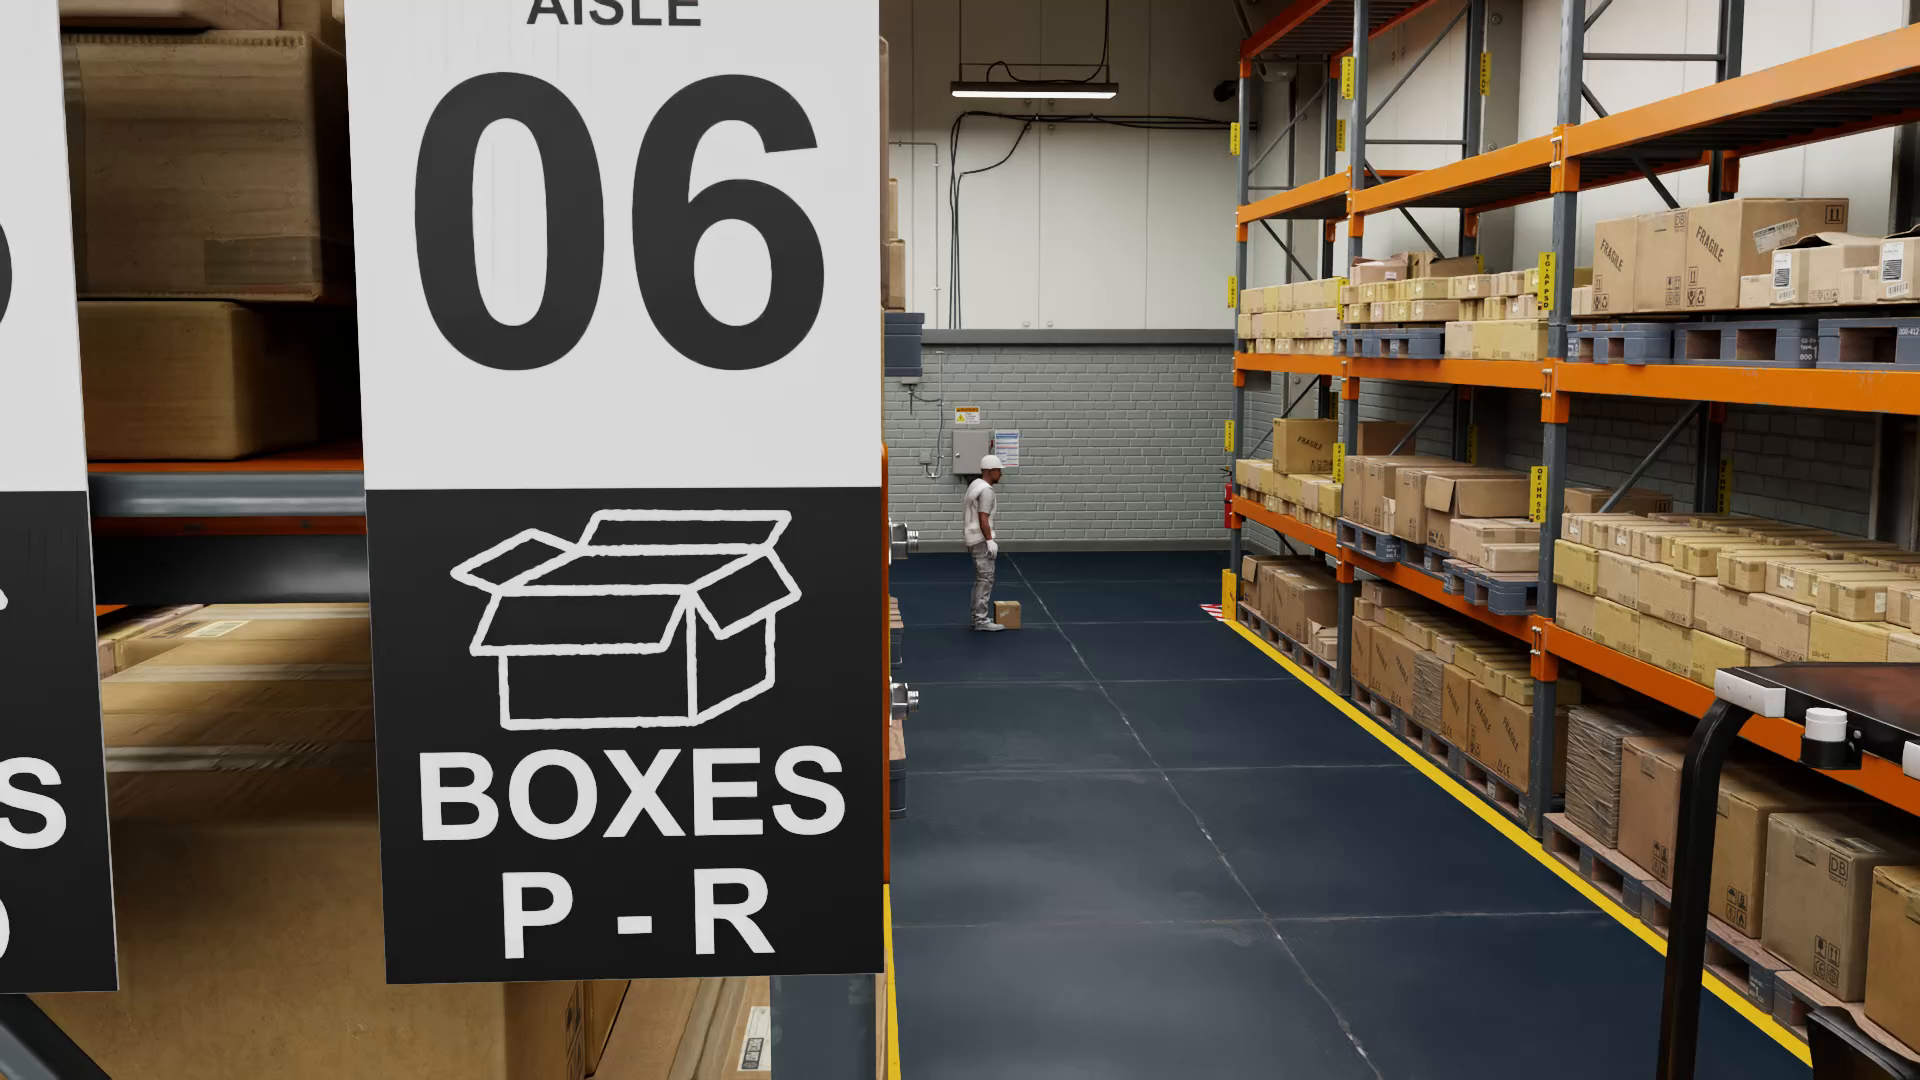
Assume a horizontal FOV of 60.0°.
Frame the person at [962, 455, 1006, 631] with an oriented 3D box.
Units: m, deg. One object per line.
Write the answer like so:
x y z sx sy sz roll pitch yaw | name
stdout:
0.255 0.020 17.023 0.448 1.775 0.633 -1 7 -6 | person
